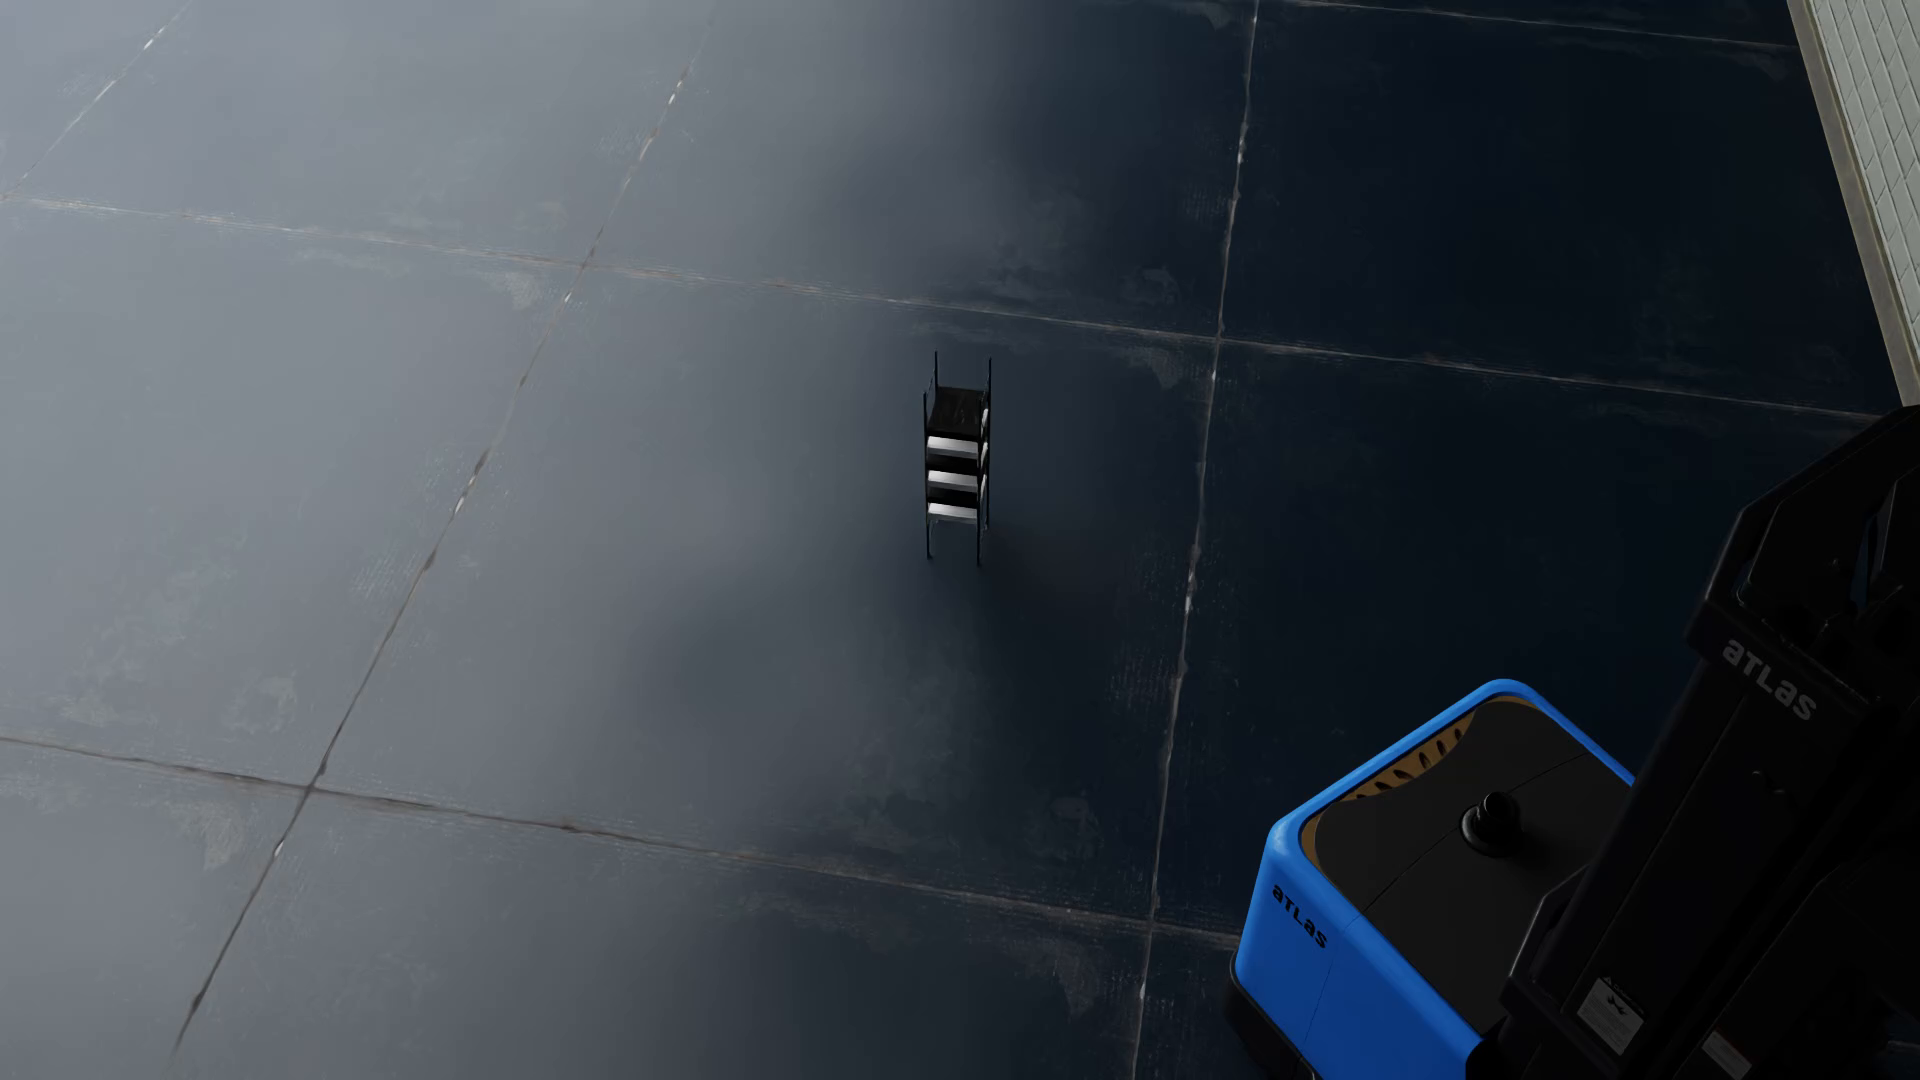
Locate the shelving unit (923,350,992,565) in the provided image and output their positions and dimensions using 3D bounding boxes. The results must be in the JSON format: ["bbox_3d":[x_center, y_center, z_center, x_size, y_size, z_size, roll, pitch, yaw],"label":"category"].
[{"bbox_3d":[-0.008,-0.302,6.388,0.210,0.900,0.258,8,49,7],"label":"shelving unit"}]

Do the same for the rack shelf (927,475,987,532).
[{"bbox_3d":[-0.008,-0.159,6.547,0.200,0.077,0.258,8,49,7],"label":"rack shelf"}]

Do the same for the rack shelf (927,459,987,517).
[{"bbox_3d":[-0.008,-0.219,6.480,0.200,0.077,0.258,8,49,7],"label":"rack shelf"}]

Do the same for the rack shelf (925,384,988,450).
[{"bbox_3d":[-0.008,-0.460,6.212,0.200,0.077,0.258,8,49,7],"label":"rack shelf"}]

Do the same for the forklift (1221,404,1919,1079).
[{"bbox_3d":[2.088,1.230,3.647,1.130,2.935,3.031,-28,54,-23],"label":"forklift"}]

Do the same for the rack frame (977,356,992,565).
[{"bbox_3d":[0.092,-0.288,6.376,0.006,0.900,0.240,8,49,7],"label":"rack frame"}]

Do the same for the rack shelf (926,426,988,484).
[{"bbox_3d":[-0.008,-0.340,6.346,0.200,0.077,0.258,8,49,7],"label":"rack shelf"}]

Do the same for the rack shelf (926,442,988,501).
[{"bbox_3d":[-0.008,-0.280,6.413,0.200,0.077,0.258,8,49,7],"label":"rack shelf"}]

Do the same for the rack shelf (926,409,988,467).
[{"bbox_3d":[-0.008,-0.400,6.279,0.200,0.077,0.258,8,49,7],"label":"rack shelf"}]

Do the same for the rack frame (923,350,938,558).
[{"bbox_3d":[-0.108,-0.315,6.400,0.006,0.900,0.240,8,49,7],"label":"rack frame"}]
